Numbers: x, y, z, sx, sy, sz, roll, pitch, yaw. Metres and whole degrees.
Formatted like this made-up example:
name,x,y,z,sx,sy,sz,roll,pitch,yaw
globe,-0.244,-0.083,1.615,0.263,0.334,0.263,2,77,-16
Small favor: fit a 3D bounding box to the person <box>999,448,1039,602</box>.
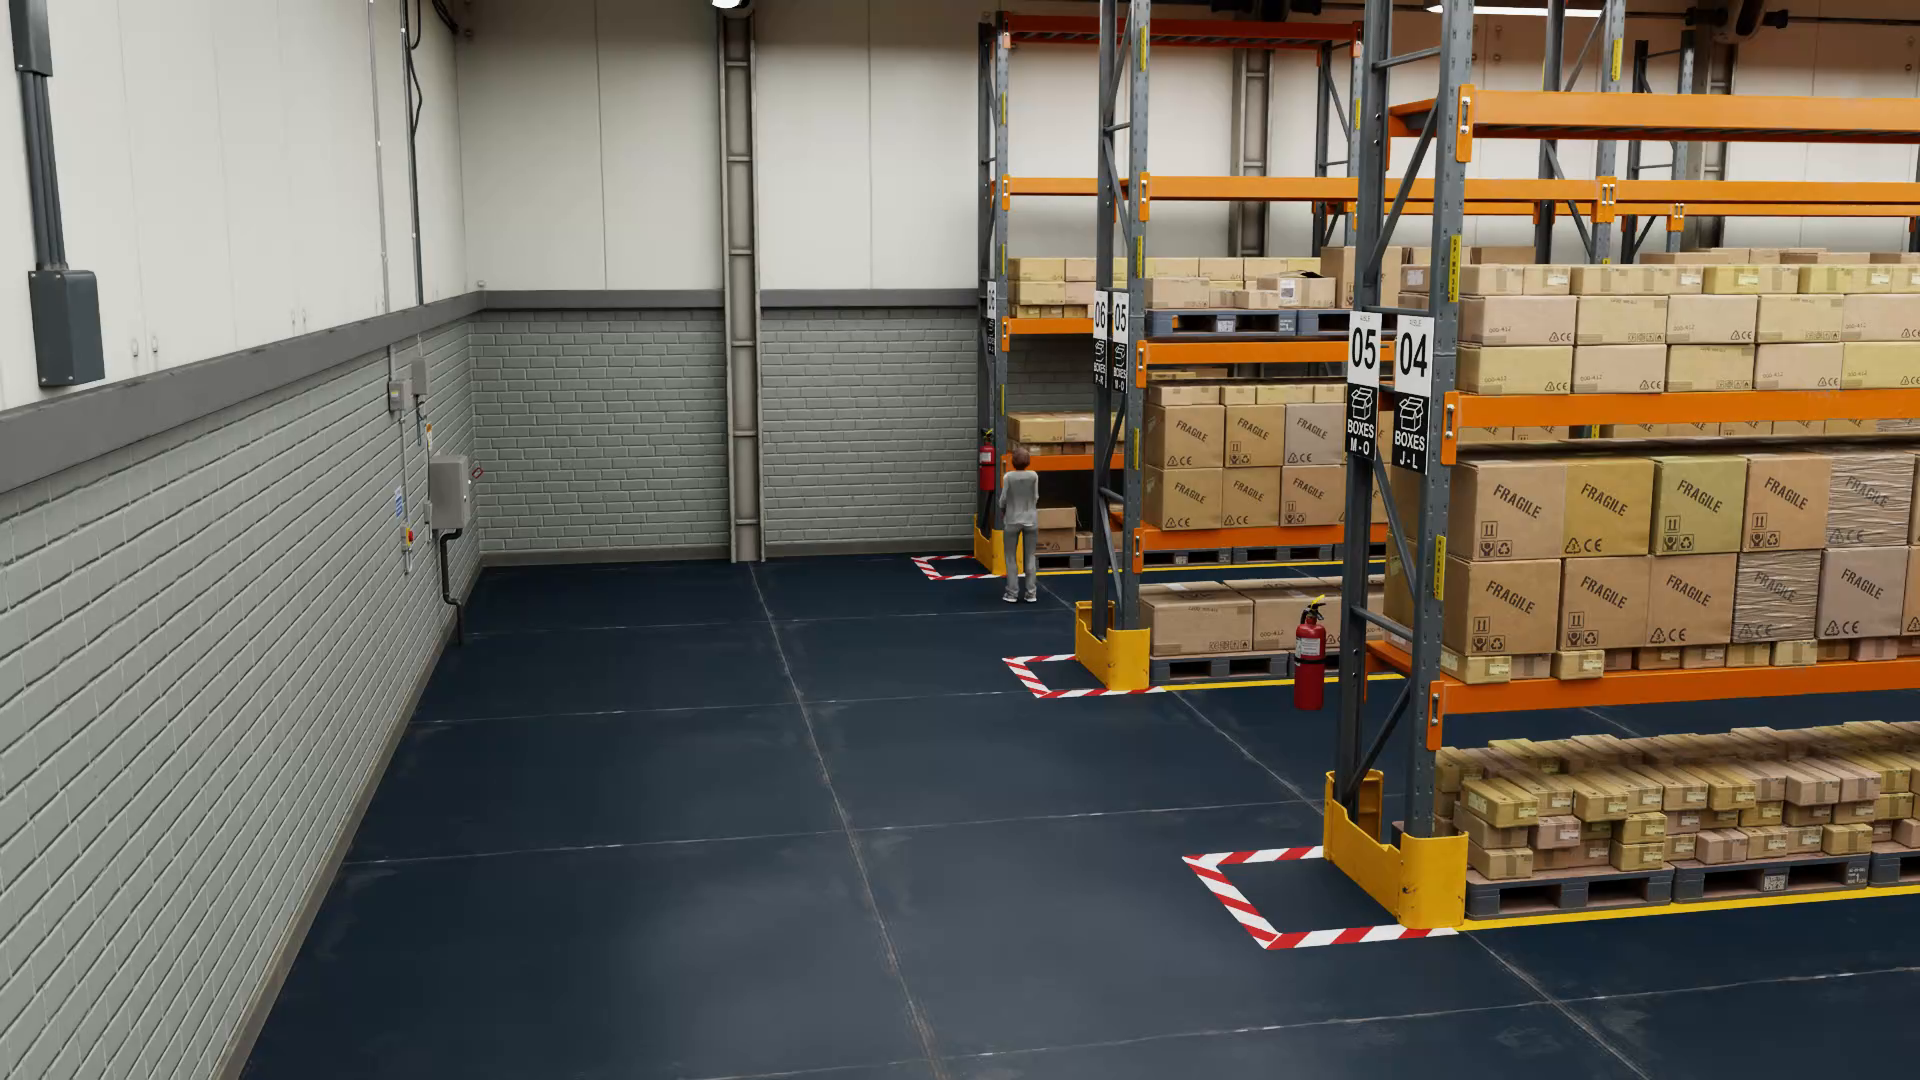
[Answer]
name,x,y,z,sx,sy,sz,roll,pitch,yaw
person,0.596,-0.167,16.904,0.404,1.590,0.497,-2,10,-10
